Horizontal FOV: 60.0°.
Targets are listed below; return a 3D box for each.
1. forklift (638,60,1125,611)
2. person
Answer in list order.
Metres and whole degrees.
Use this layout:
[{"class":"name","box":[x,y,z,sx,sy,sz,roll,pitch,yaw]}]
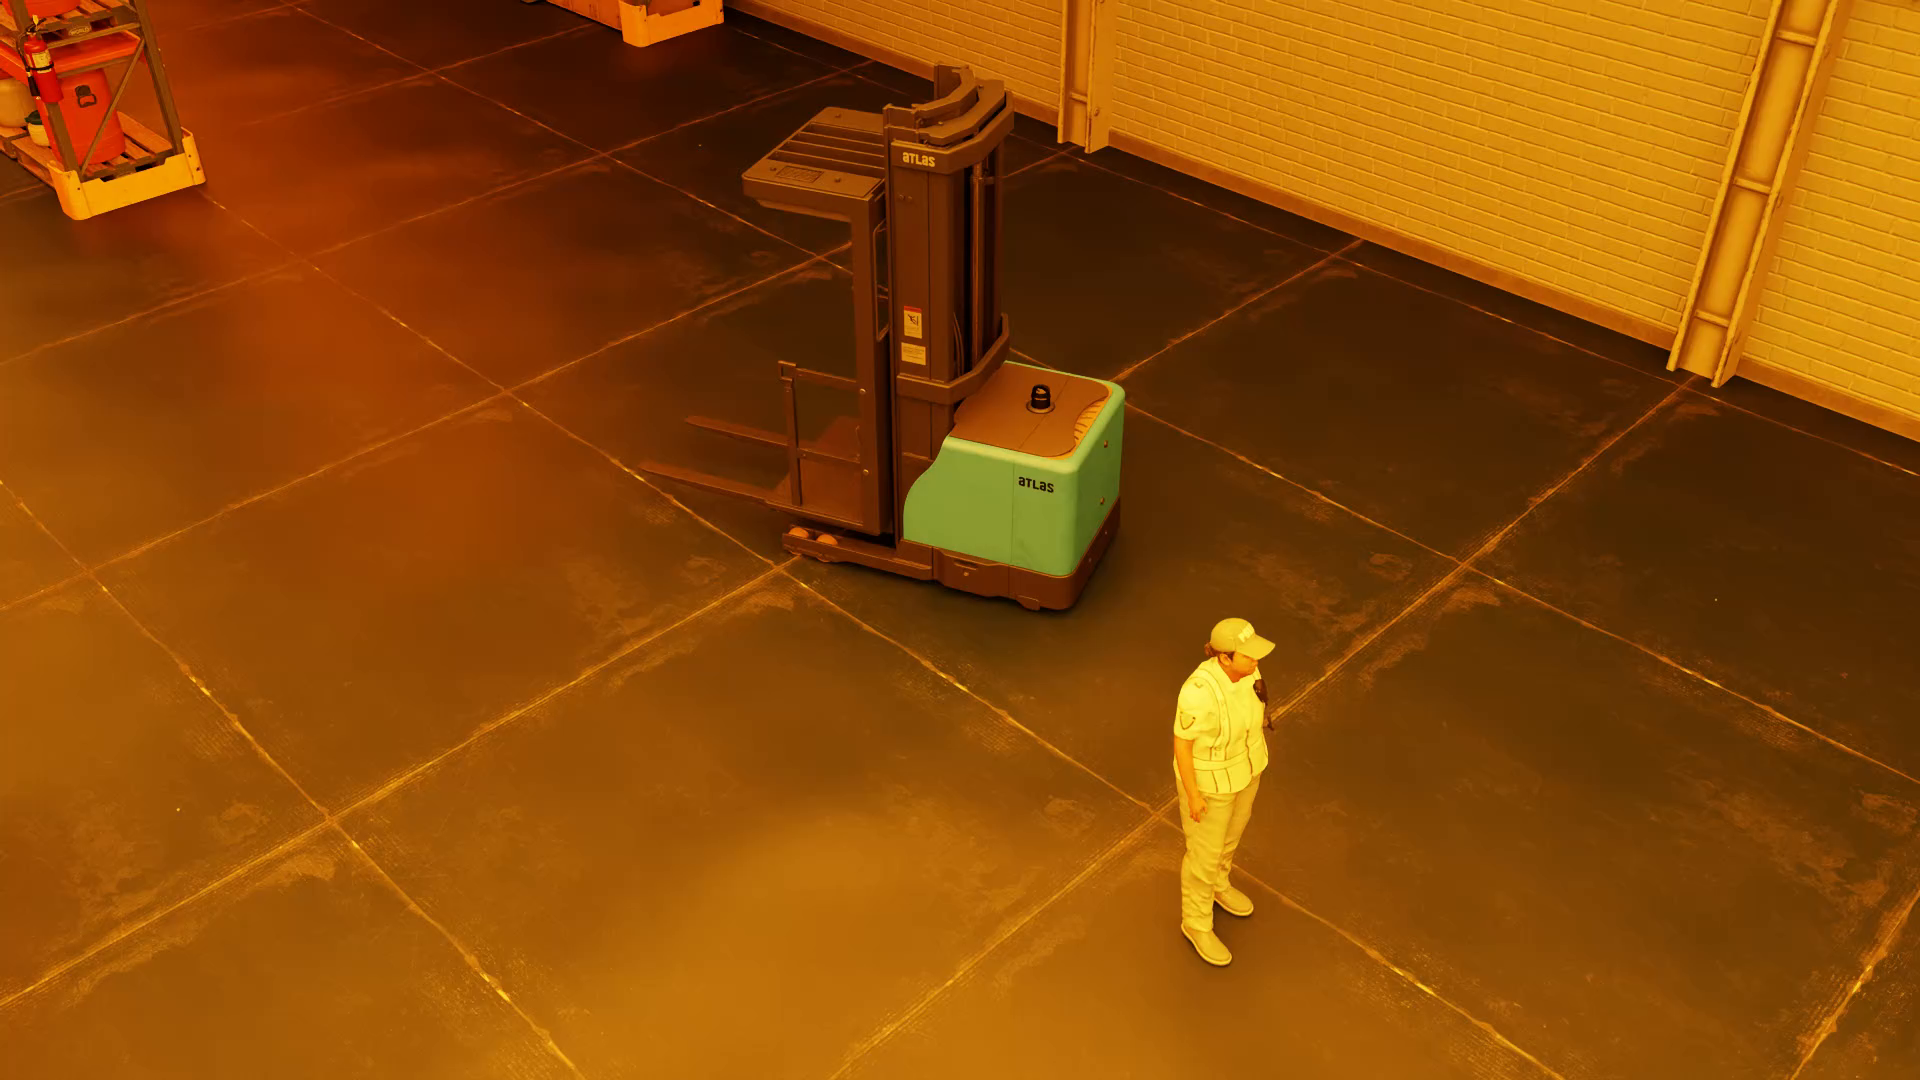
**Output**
[{"class":"forklift","box":[-0.563,-1.320,9.822,3.031,2.935,1.130,14,38,18]},{"class":"person","box":[1.236,1.103,7.566,0.529,1.670,0.598,30,46,35]}]
